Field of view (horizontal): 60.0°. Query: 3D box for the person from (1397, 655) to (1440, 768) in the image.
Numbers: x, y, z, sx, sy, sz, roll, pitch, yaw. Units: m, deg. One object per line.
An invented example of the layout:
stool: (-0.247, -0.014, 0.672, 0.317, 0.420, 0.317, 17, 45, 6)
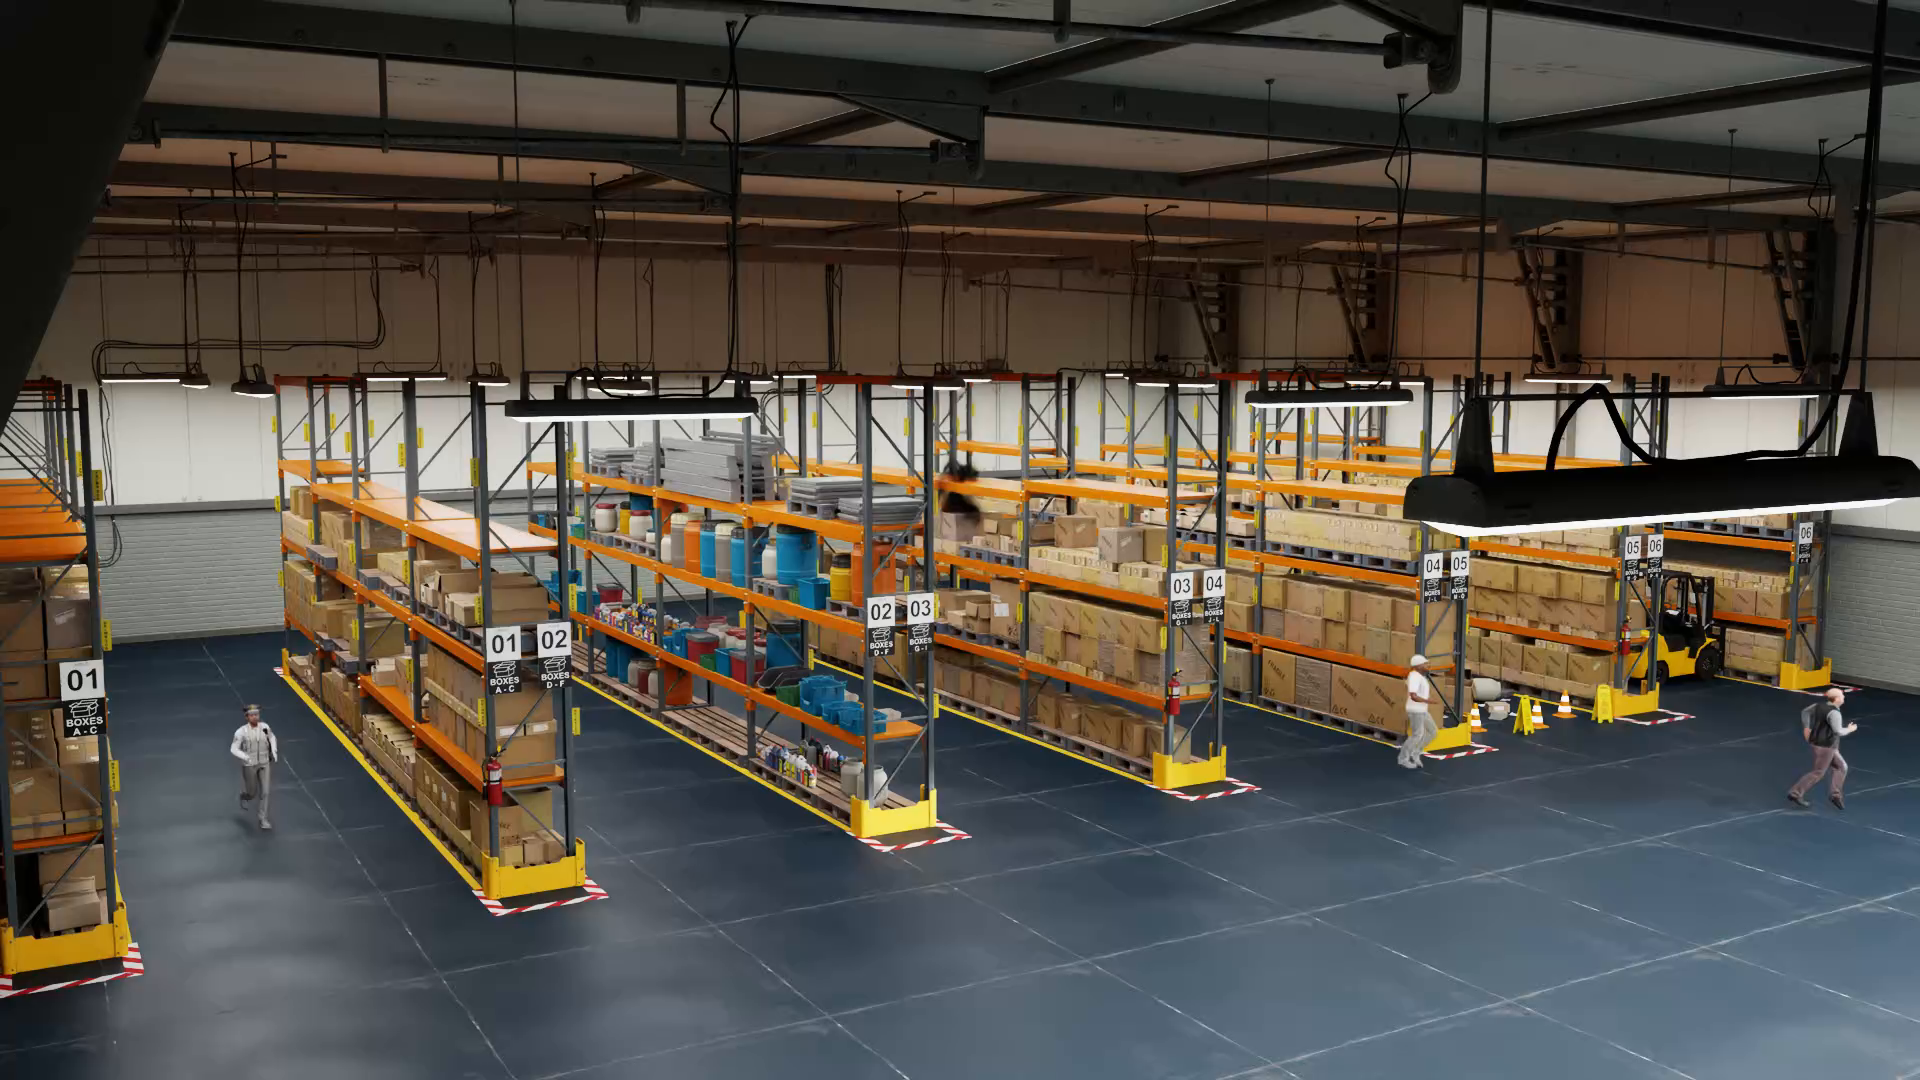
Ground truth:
person: (7.119, 2.654, 25.725, 0.621, 1.762, 0.691, 3, 7, 24)

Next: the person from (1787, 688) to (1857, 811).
person: (12.075, 2.941, 23.297, 0.851, 1.763, 0.678, 1, 6, 9)

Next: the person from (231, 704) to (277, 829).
person: (-9.551, 3.041, 22.590, 0.632, 1.661, 0.861, -5, 8, -39)
